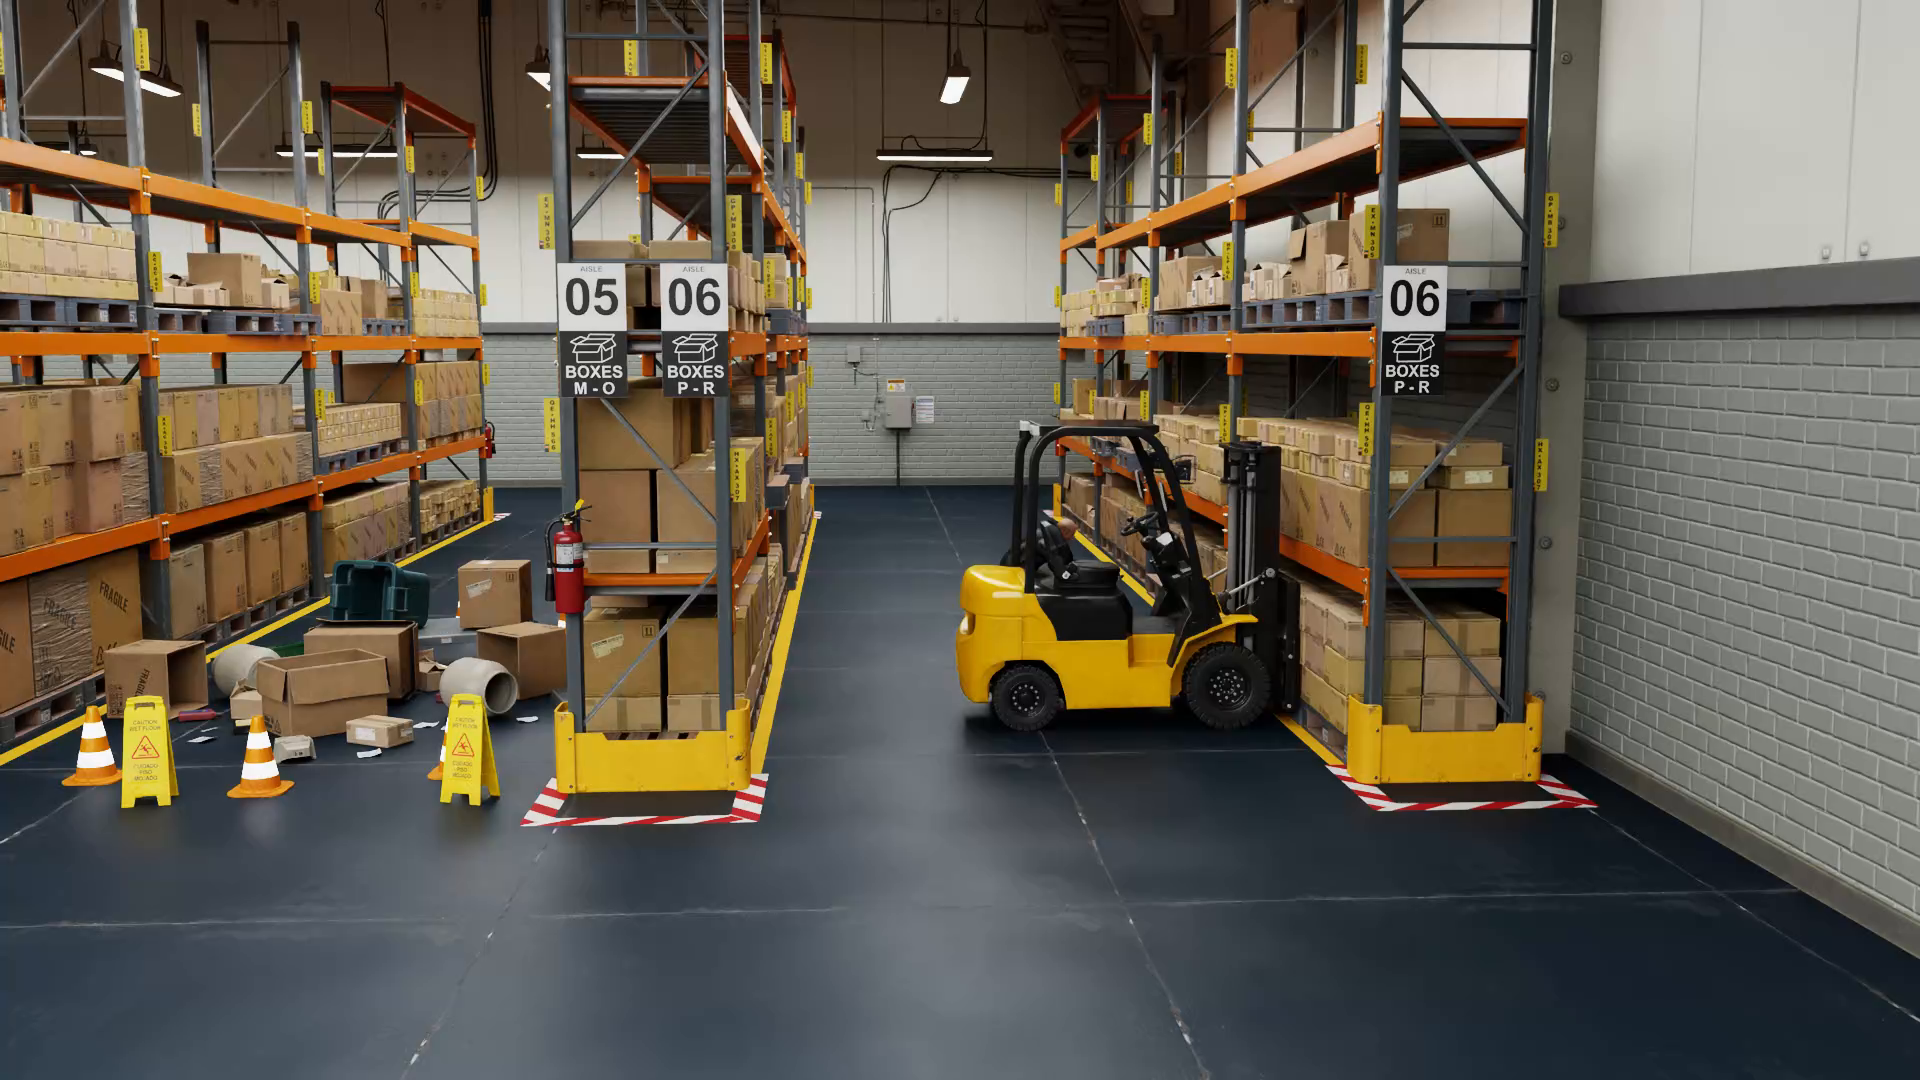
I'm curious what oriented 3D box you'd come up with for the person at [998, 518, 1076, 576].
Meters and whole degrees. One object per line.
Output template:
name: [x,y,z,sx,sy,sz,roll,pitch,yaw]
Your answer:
person: [0.823,0.271,16.811,0.879,0.970,0.519,-1,7,-5]
